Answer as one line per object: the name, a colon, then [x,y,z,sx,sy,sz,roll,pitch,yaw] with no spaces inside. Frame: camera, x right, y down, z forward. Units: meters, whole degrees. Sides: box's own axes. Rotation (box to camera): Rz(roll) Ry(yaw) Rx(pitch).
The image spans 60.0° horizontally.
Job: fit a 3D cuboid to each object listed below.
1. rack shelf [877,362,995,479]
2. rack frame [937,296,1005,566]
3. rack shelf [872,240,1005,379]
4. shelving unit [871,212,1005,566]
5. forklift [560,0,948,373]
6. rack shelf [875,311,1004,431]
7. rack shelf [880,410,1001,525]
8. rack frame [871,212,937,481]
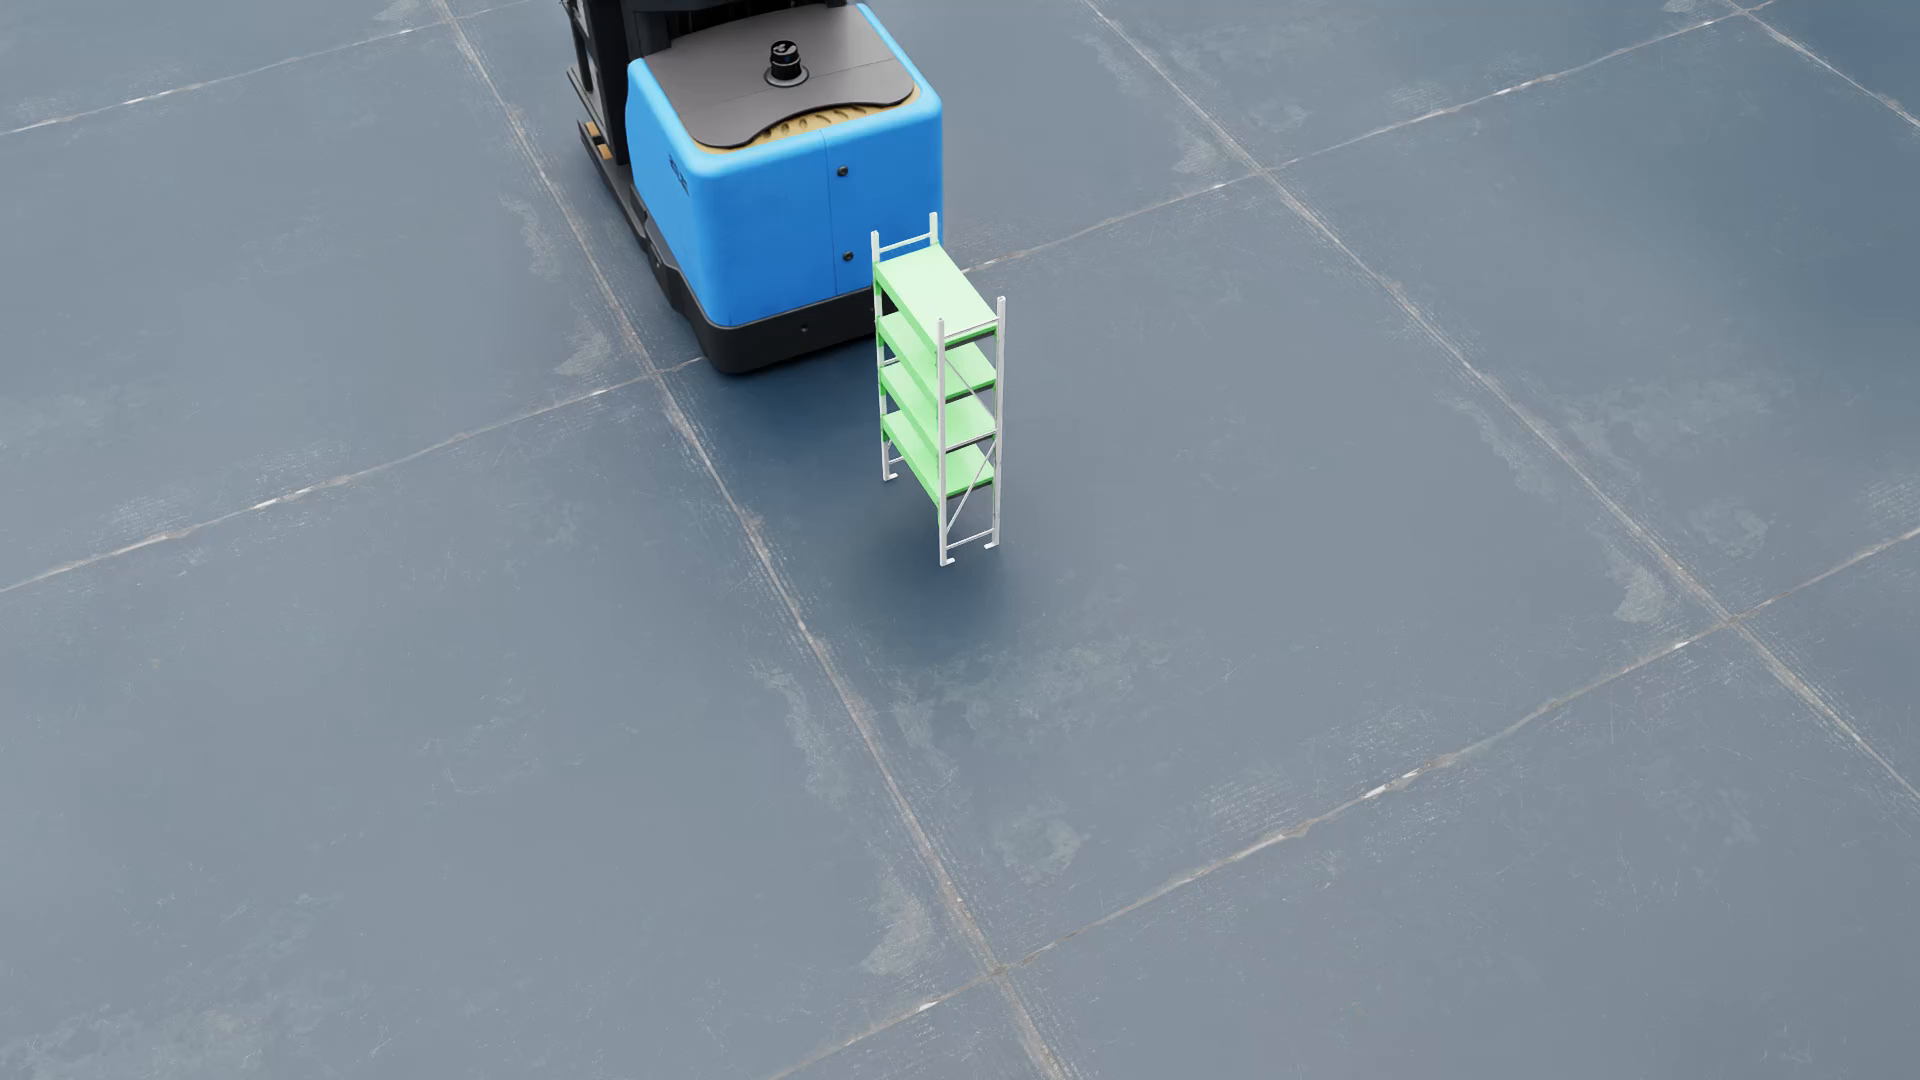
rack shelf: [-0.076,-0.464,5.943,0.258,0.148,0.480,-21,52,-18]
rack frame: [0.036,-0.342,5.752,0.240,1.200,0.015,-21,52,-18]
rack shelf: [-0.076,-0.780,5.582,0.258,0.148,0.480,-21,52,-18]
shelving unit: [-0.076,-0.506,5.895,0.258,1.200,0.503,-21,52,-18]
forklift: [-1.133,-2.766,6.722,1.130,2.935,3.031,-19,52,-16]
rack shelf: [-0.076,-0.622,5.763,0.258,0.148,0.480,-21,52,-18]
rack shelf: [-0.076,-0.306,6.124,0.258,0.148,0.480,-21,52,-18]
rack frame: [-0.187,-0.669,6.038,0.240,1.200,0.015,-21,52,-18]
